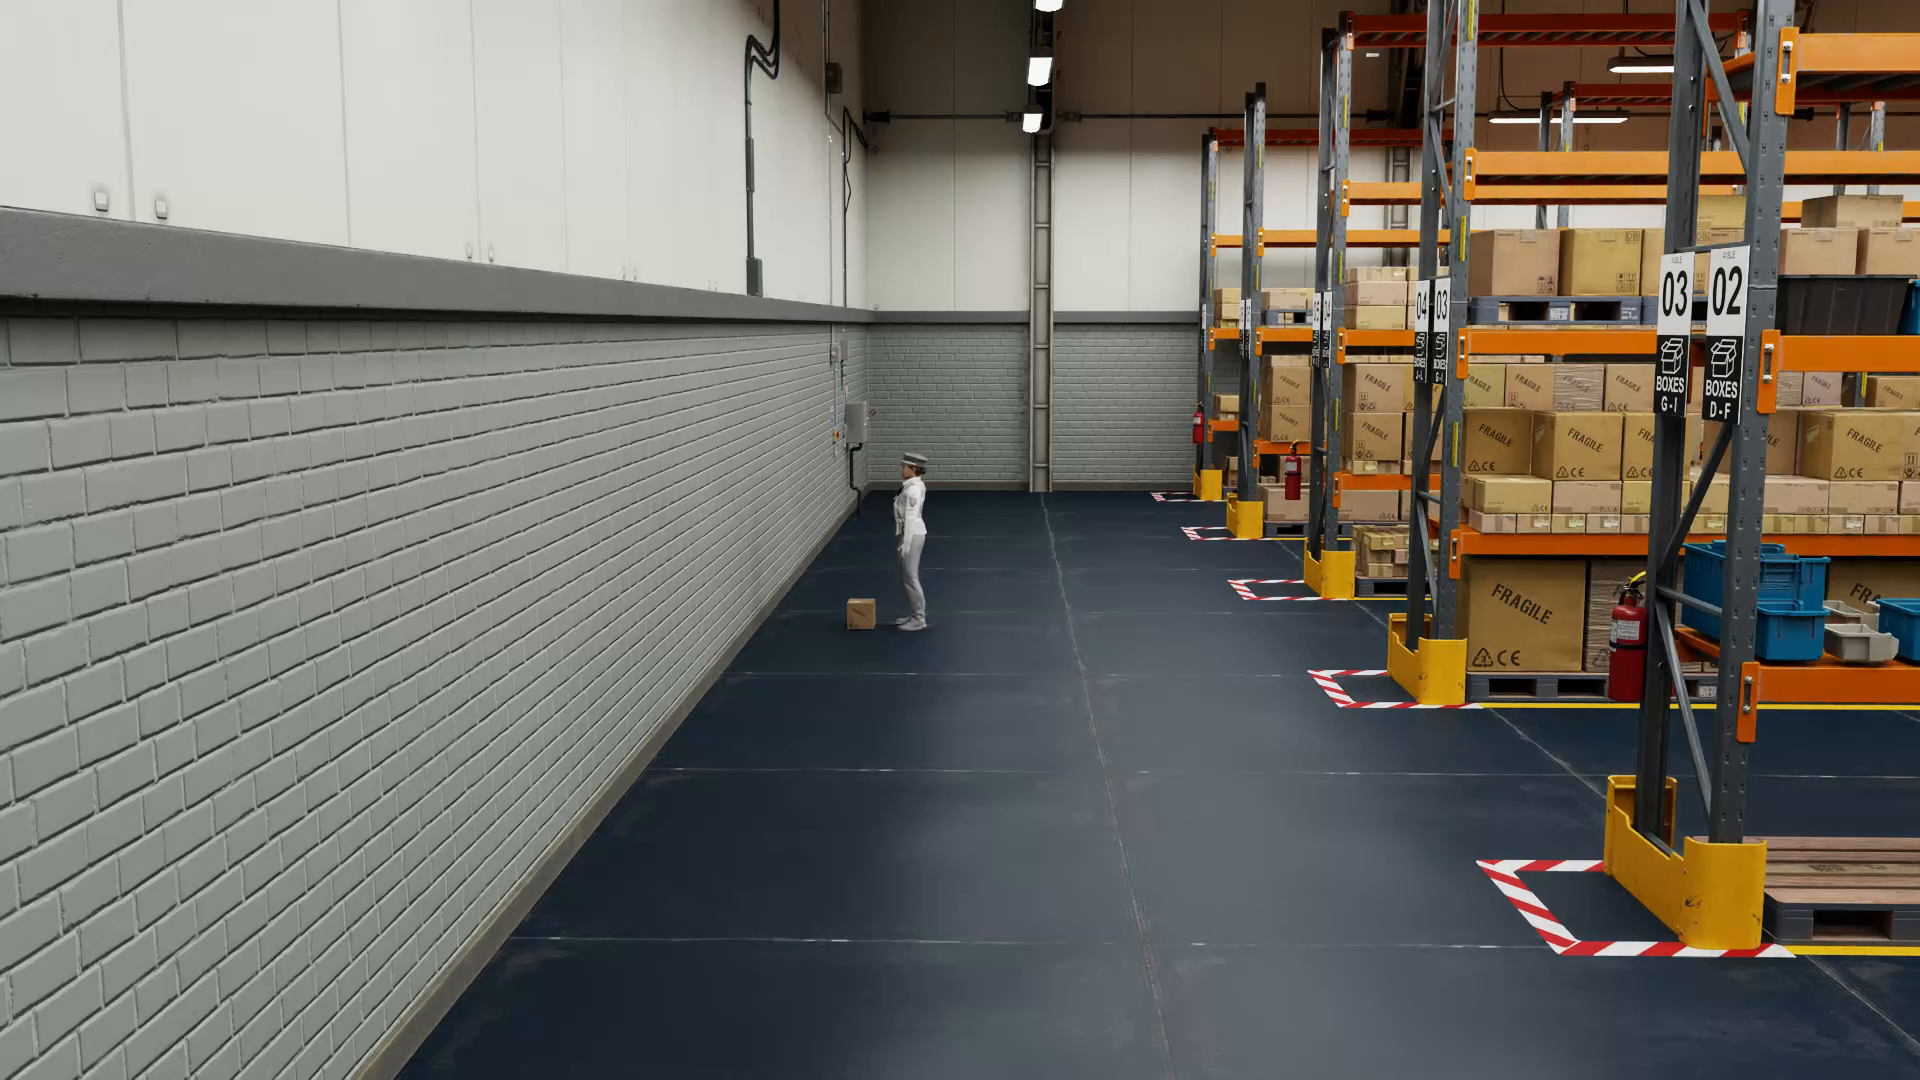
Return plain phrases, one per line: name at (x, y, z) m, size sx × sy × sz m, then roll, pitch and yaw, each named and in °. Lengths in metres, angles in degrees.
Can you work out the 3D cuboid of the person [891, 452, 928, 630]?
person at (-0.474, 0.007, 15.723) m, size 0.341 × 1.692 × 0.466 m, roll 0°, pitch 7°, yaw 3°
